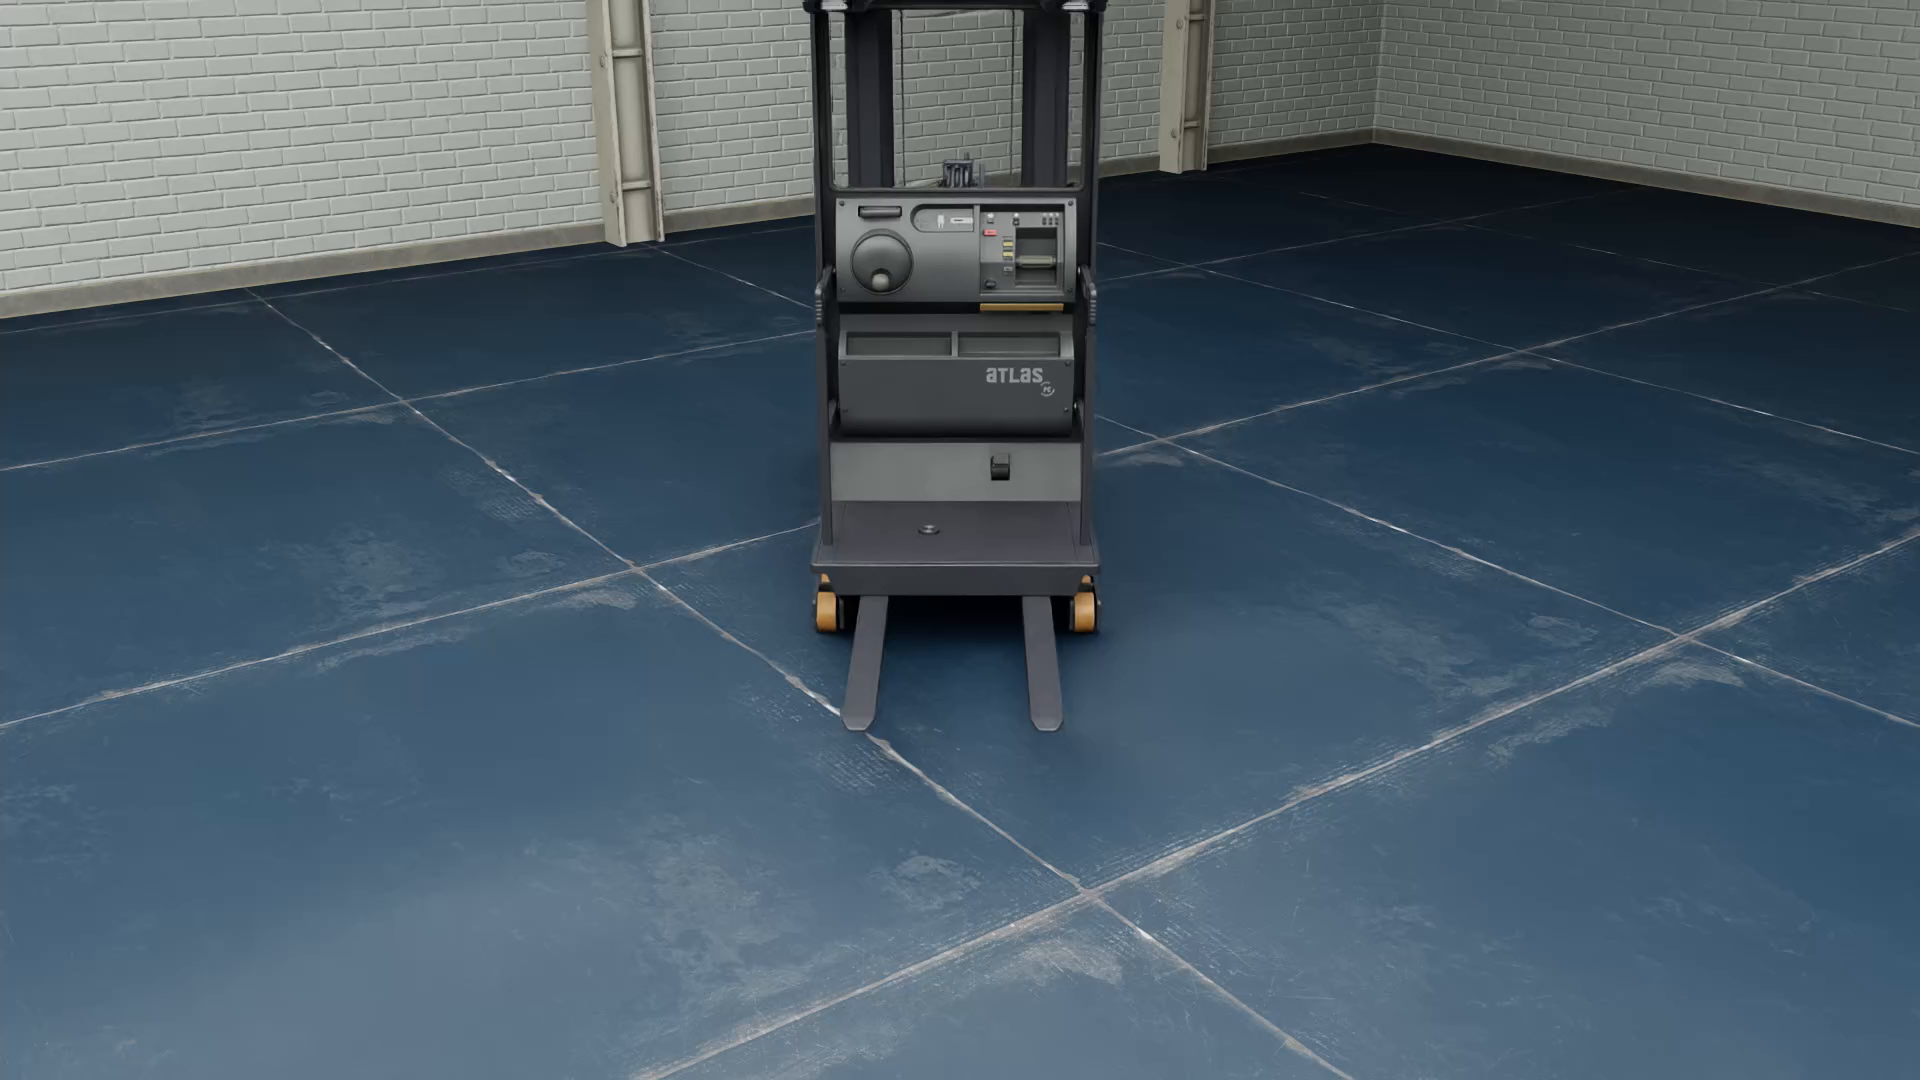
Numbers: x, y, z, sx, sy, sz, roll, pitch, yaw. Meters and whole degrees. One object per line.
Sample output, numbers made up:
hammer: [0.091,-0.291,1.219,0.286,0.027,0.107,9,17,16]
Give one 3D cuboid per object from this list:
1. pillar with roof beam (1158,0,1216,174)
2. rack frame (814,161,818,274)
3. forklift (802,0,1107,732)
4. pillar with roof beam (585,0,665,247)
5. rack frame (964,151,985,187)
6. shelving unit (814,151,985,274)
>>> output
pillar with roof beam: [4.748,-6.610,11.819,0.400,9.000,9.100,-15,26,-33]
rack frame: [-0.650,-1.068,8.050,0.023,1.500,0.400,-4,22,-11]
forklift: [-0.014,-1.112,6.228,1.130,2.935,3.031,0,22,0]
pillar with roof beam: [-0.122,-5.311,8.565,0.400,9.000,9.100,-15,26,-33]
rack frame: [0.068,-1.122,8.183,0.023,1.500,0.400,-4,22,-11]
shelving unit: [-0.291,-1.095,8.116,0.755,1.500,0.431,-4,22,-11]
